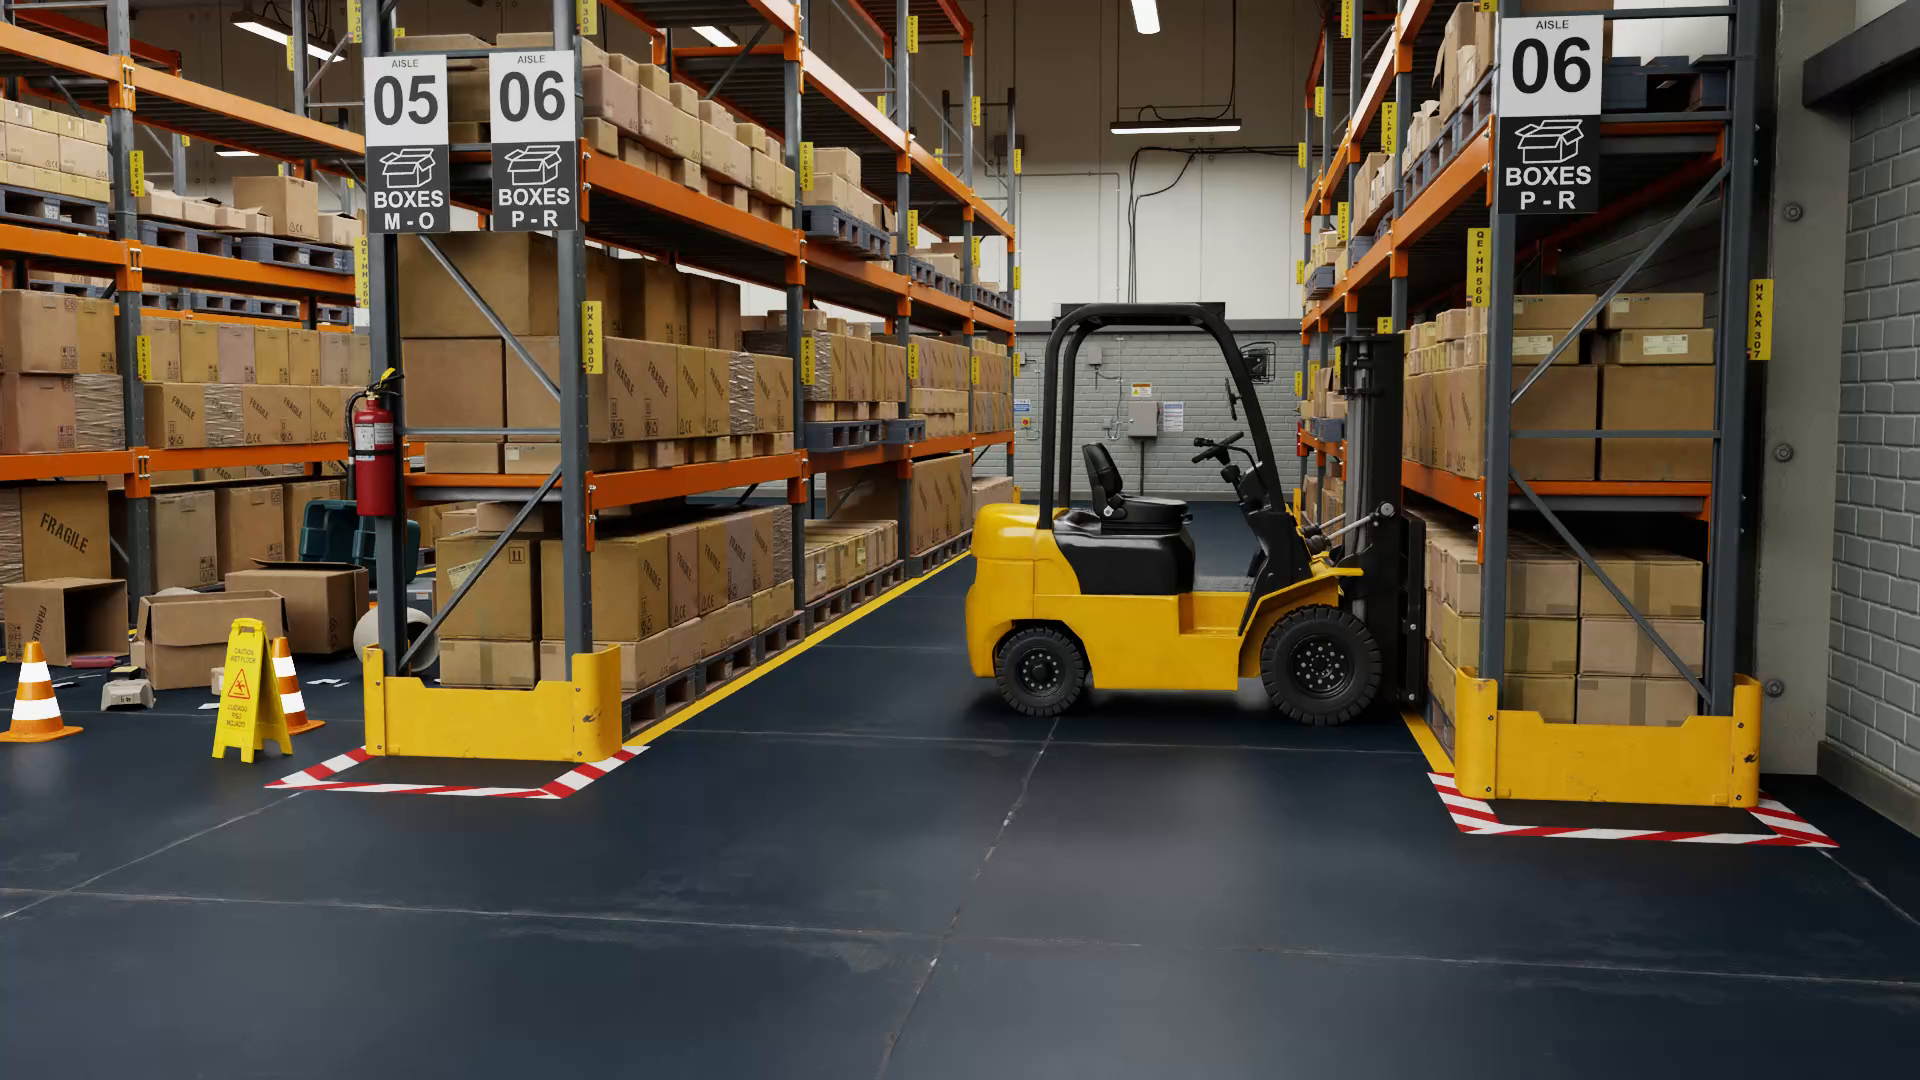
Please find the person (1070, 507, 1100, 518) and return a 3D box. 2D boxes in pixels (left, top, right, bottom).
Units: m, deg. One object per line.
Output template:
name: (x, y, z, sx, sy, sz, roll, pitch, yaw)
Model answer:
person: (0.641, 0.273, 10.785, 0.937, 0.983, 0.505, 0, 5, 6)
